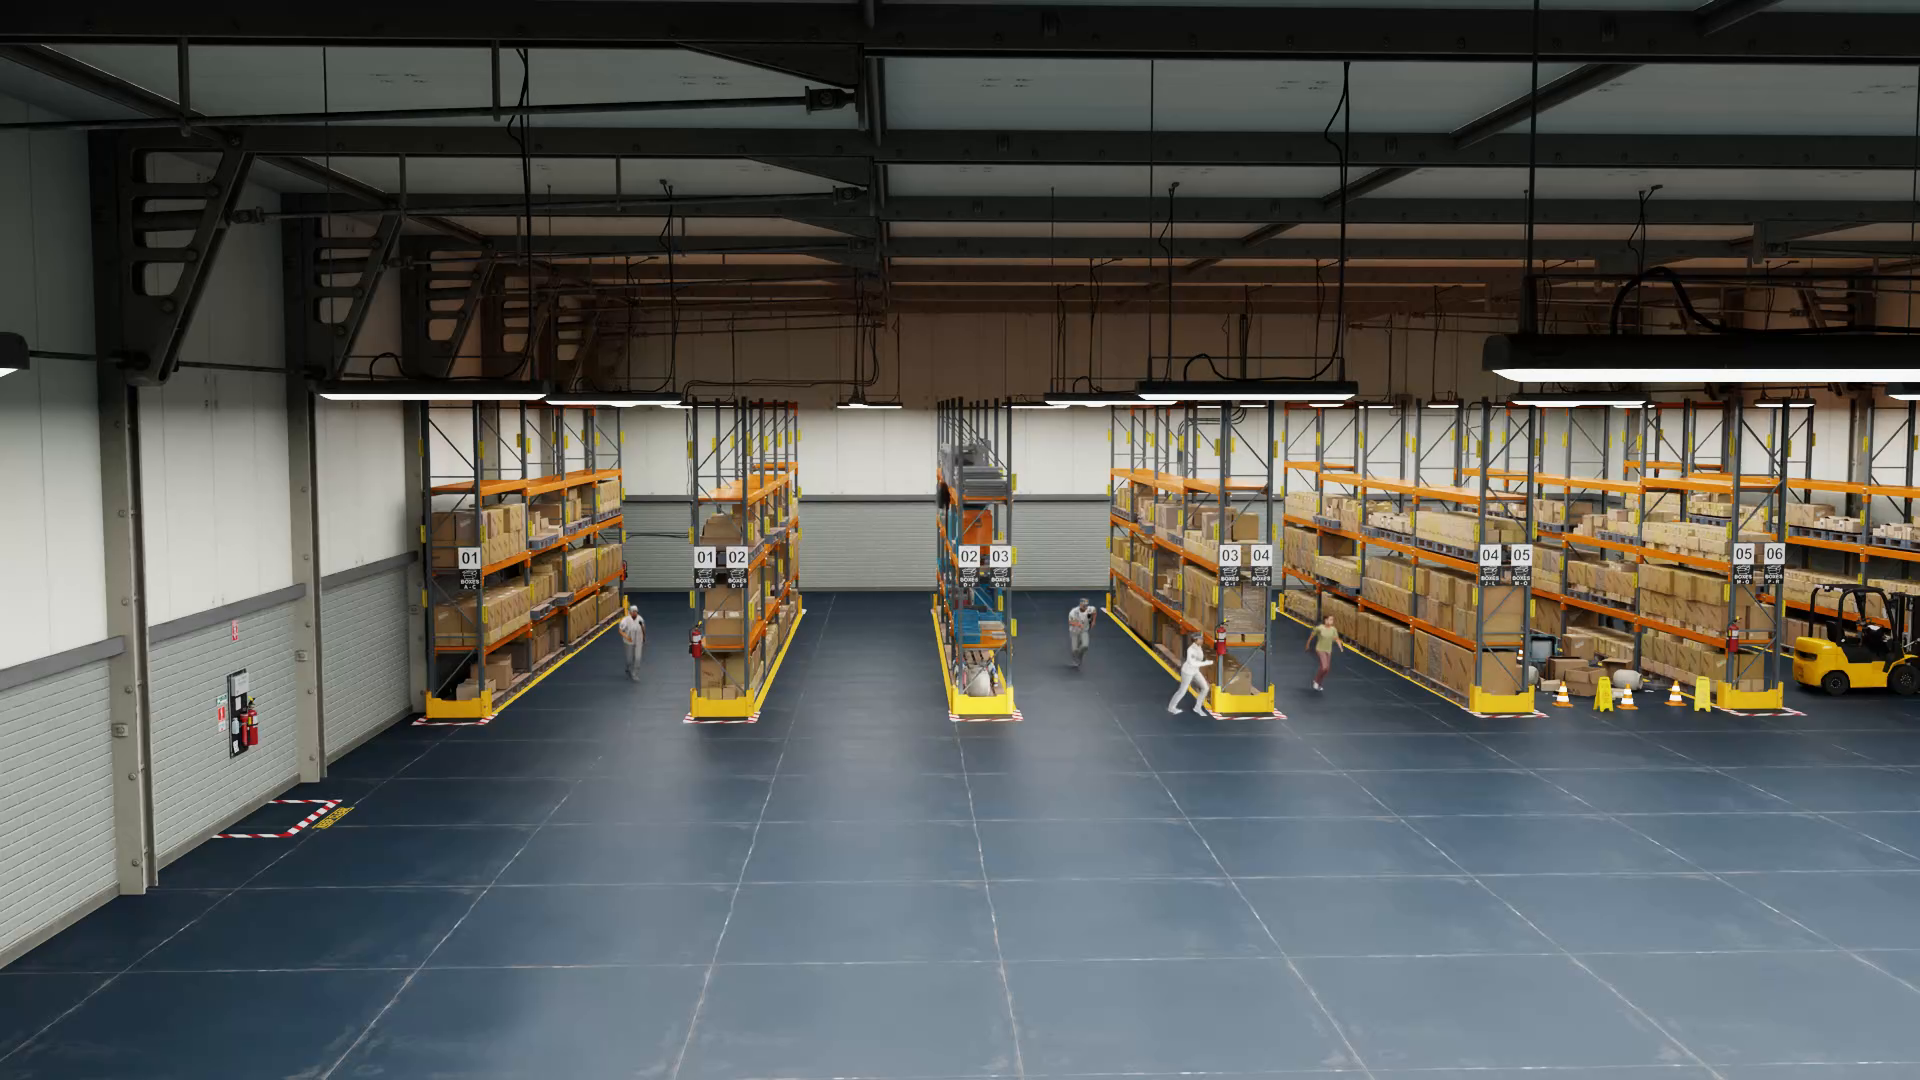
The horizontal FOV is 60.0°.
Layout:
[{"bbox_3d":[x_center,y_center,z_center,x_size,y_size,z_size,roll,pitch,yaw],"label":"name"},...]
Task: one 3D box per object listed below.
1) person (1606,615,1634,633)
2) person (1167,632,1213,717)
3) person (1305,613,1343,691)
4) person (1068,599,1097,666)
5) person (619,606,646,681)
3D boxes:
[{"bbox_3d":[16.976,1.542,42.856,0.687,1.747,0.995,-1,5,-19],"label":"person"},{"bbox_3d":[4.311,2.502,31.064,0.924,1.637,0.541,3,6,37],"label":"person"},{"bbox_3d":[7.460,2.286,33.892,0.532,1.613,0.755,-2,5,-21],"label":"person"},{"bbox_3d":[2.723,2.064,37.083,0.694,1.577,0.935,-1,5,-12],"label":"person"},{"bbox_3d":[-7.004,2.190,35.526,0.589,1.616,0.716,-2,5,-22],"label":"person"}]
